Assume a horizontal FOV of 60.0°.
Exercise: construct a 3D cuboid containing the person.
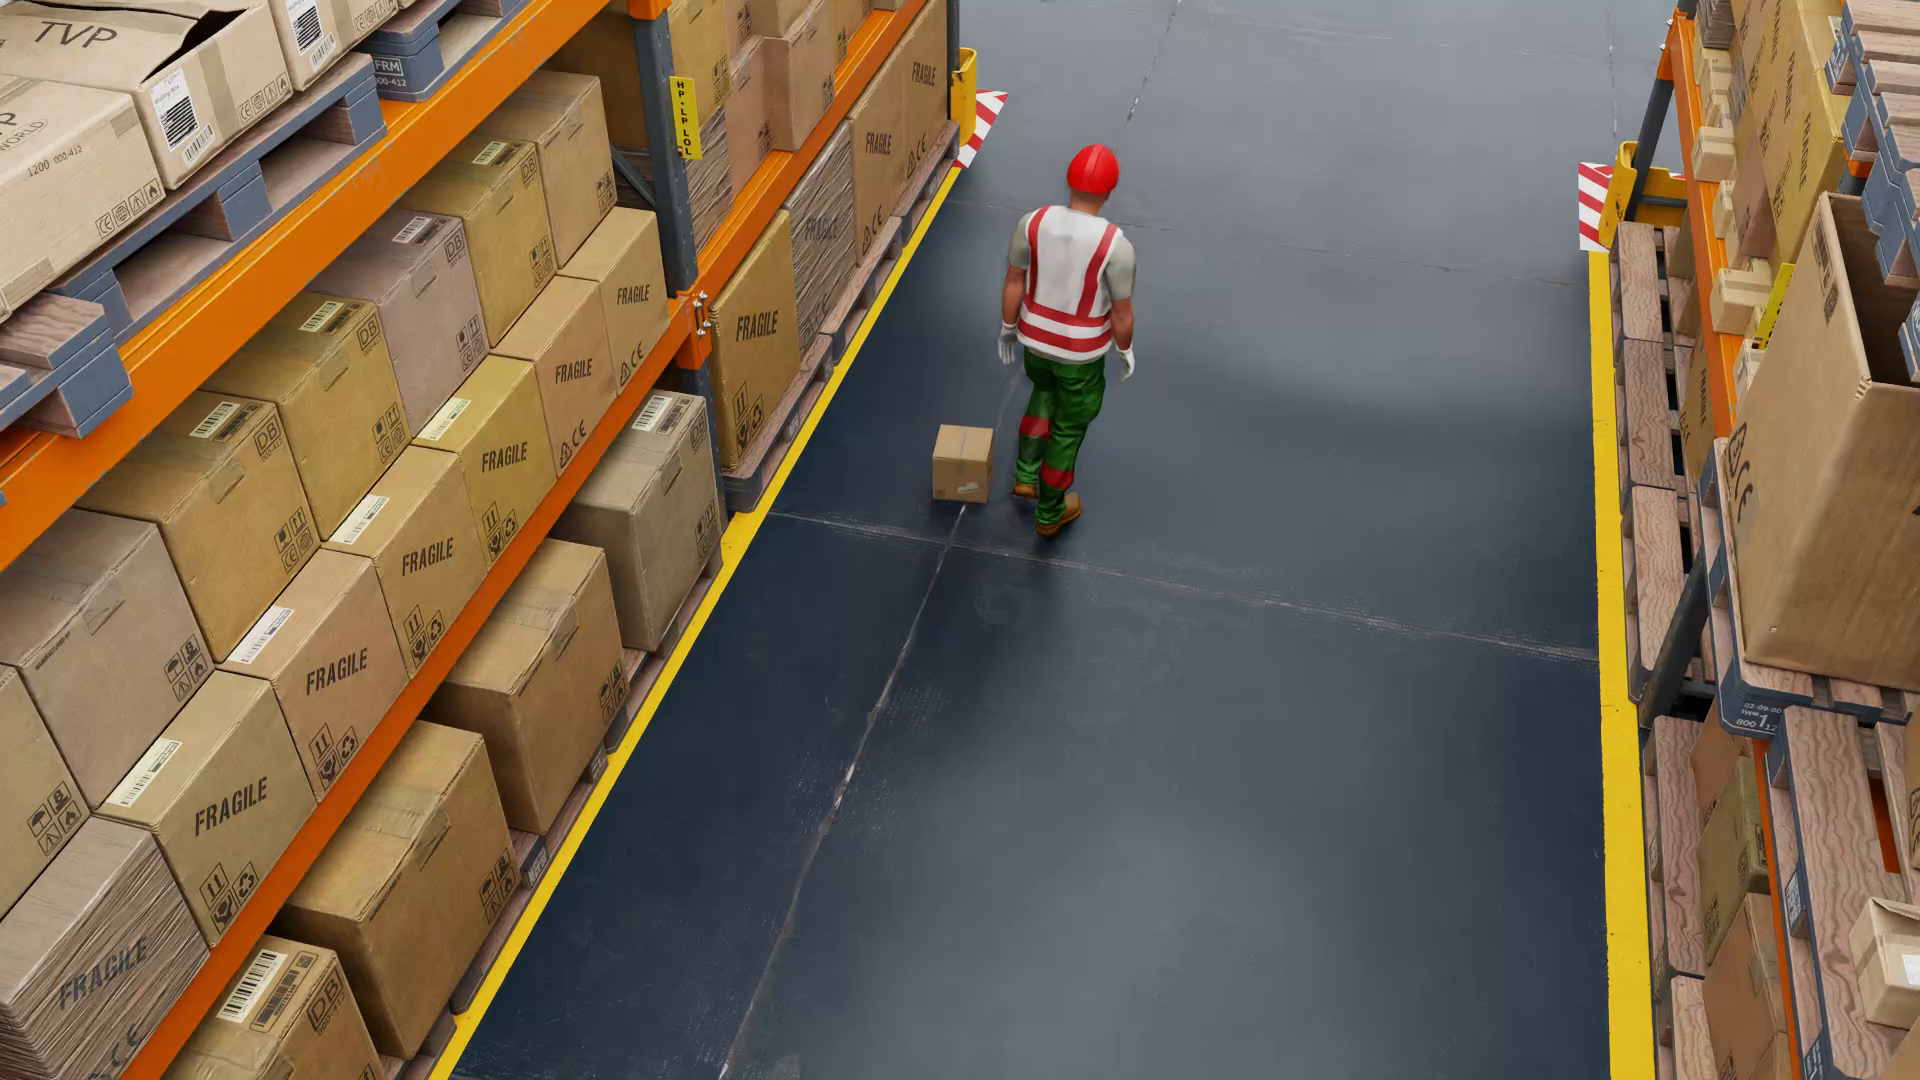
[{"bbox_3d":[0.450,-0.832,7.080,0.566,1.787,0.500,23,46,24],"label":"person"}]
